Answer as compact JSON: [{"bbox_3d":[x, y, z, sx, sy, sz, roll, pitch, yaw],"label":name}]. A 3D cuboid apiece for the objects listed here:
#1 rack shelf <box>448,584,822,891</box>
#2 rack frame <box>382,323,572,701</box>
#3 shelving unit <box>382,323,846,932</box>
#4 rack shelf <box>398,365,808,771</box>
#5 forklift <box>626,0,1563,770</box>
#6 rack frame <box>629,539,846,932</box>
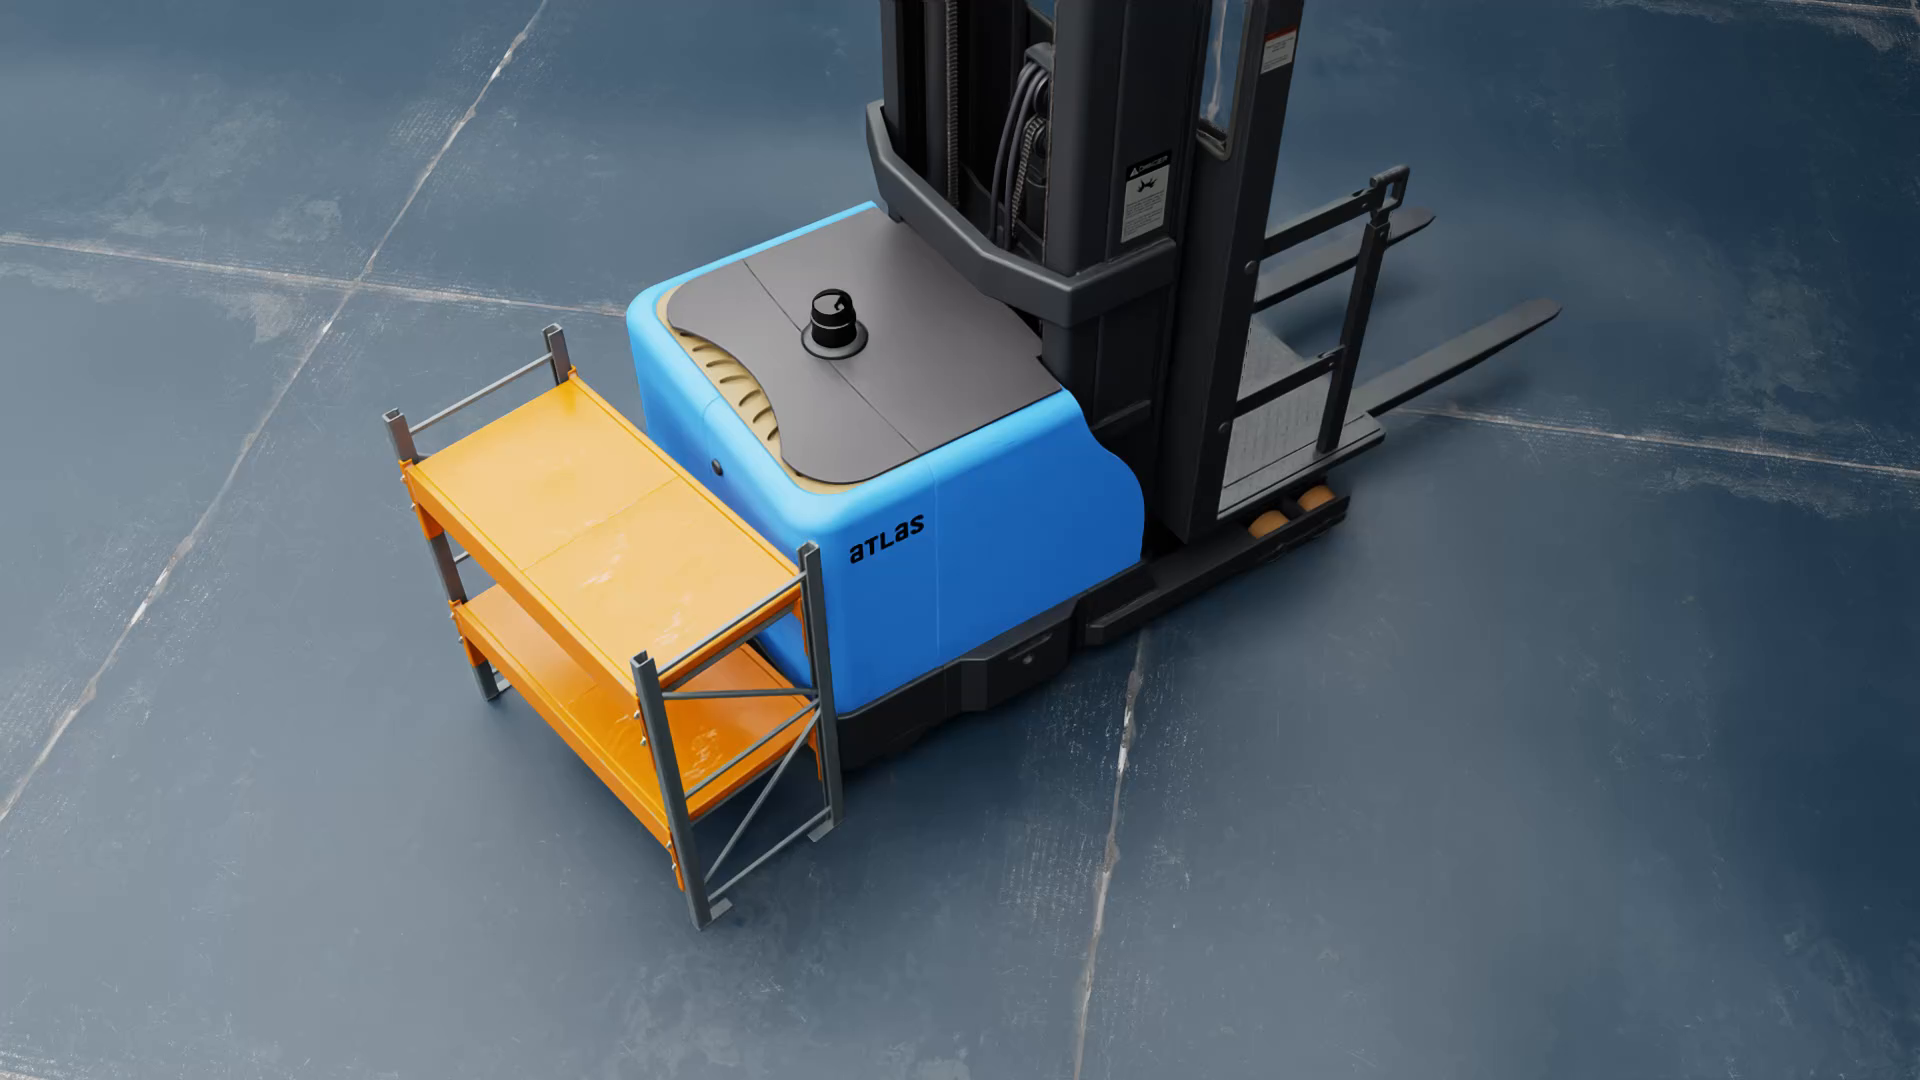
[{"bbox_3d":[-0.854,0.397,4.466,0.538,0.278,1.000,-35,57,-27],"label":"rack shelf"},{"bbox_3d":[-1.202,-0.042,4.532,0.500,1.125,0.032,-35,57,-27],"label":"rack frame"},{"bbox_3d":[-0.854,0.234,4.284,0.538,1.125,1.048,-35,57,-27],"label":"shelving unit"},{"bbox_3d":[-0.854,0.038,4.066,0.538,0.278,1.000,-35,57,-27],"label":"rack shelf"},{"bbox_3d":[0.612,-1.213,4.369,3.031,2.935,1.130,-26,53,-22],"label":"forklift"},{"bbox_3d":[-0.507,0.510,4.036,0.500,1.125,0.032,-35,57,-27],"label":"rack frame"}]
